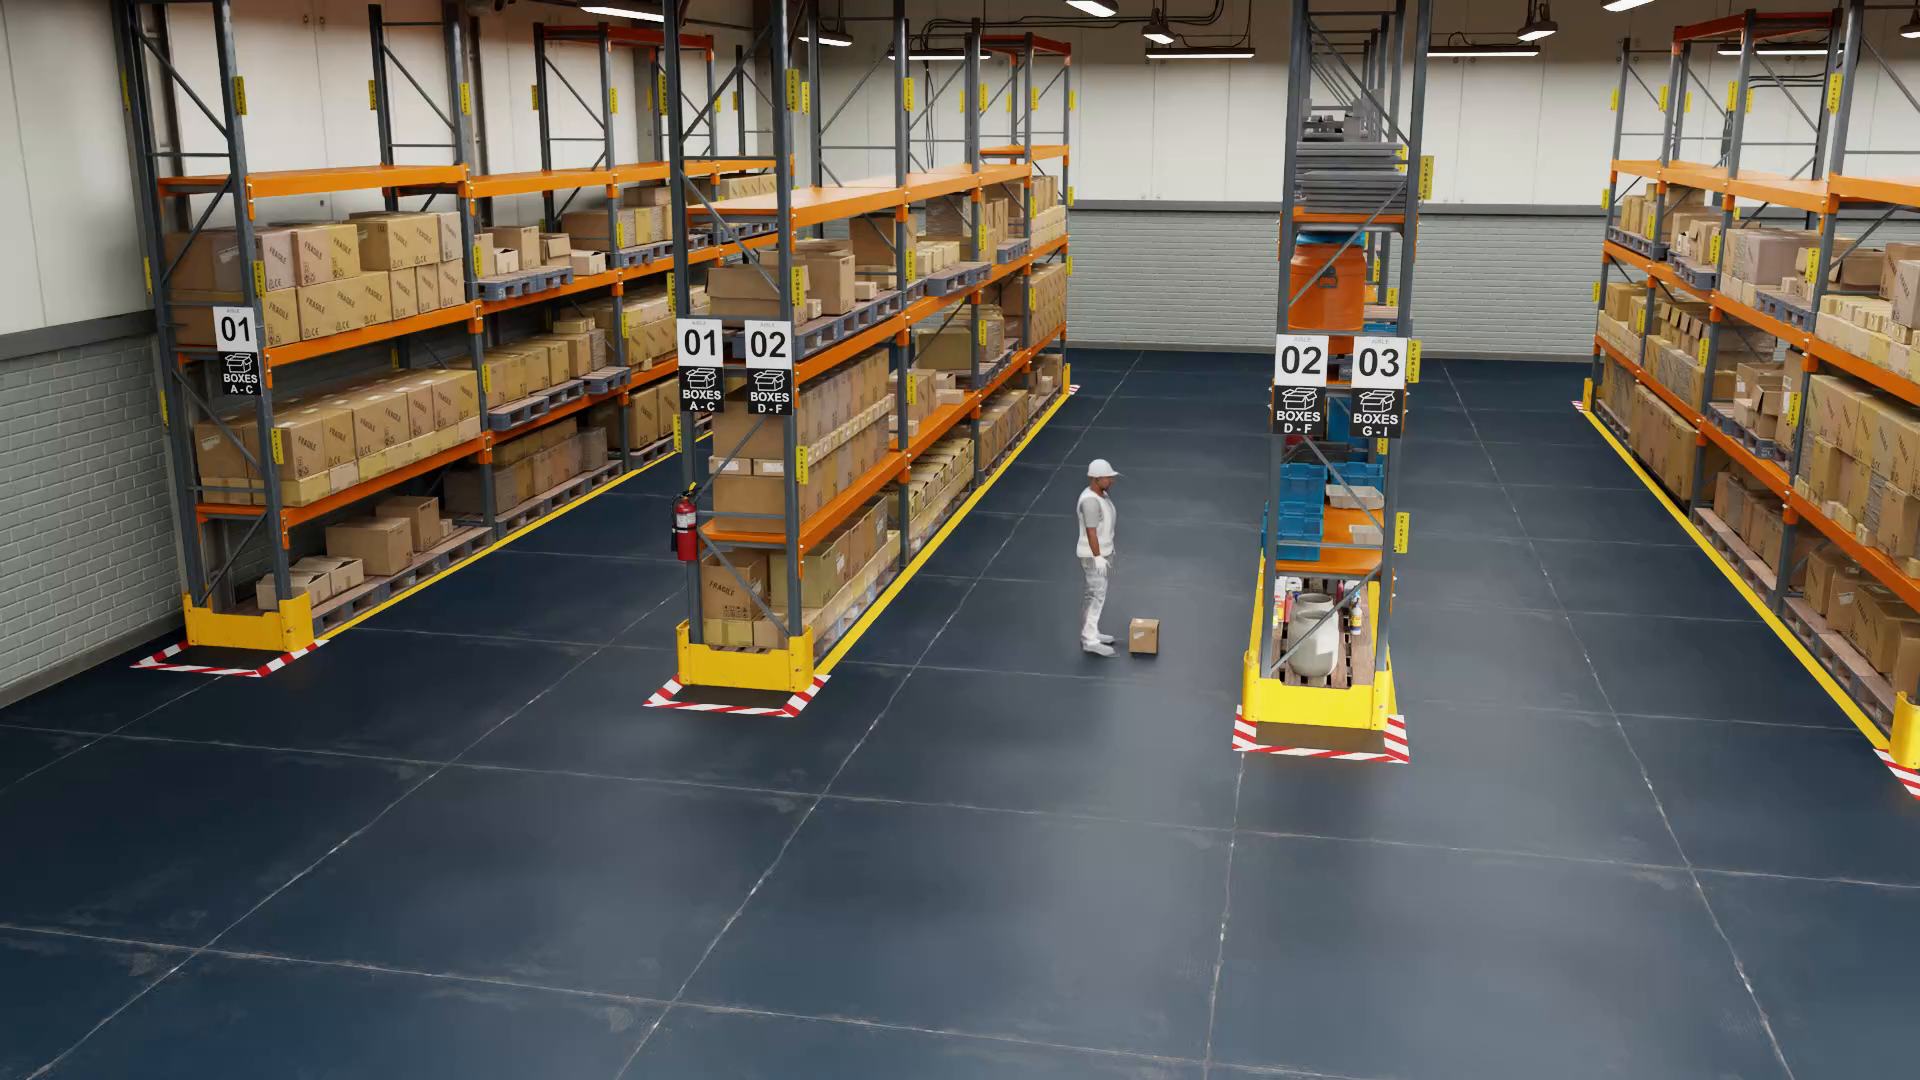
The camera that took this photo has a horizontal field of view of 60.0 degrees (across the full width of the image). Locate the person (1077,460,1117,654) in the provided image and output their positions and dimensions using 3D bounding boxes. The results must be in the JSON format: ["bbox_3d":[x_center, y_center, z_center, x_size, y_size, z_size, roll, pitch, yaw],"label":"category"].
[{"bbox_3d":[1.283,0.132,15.455,0.390,1.787,0.550,3,15,12],"label":"person"}]
